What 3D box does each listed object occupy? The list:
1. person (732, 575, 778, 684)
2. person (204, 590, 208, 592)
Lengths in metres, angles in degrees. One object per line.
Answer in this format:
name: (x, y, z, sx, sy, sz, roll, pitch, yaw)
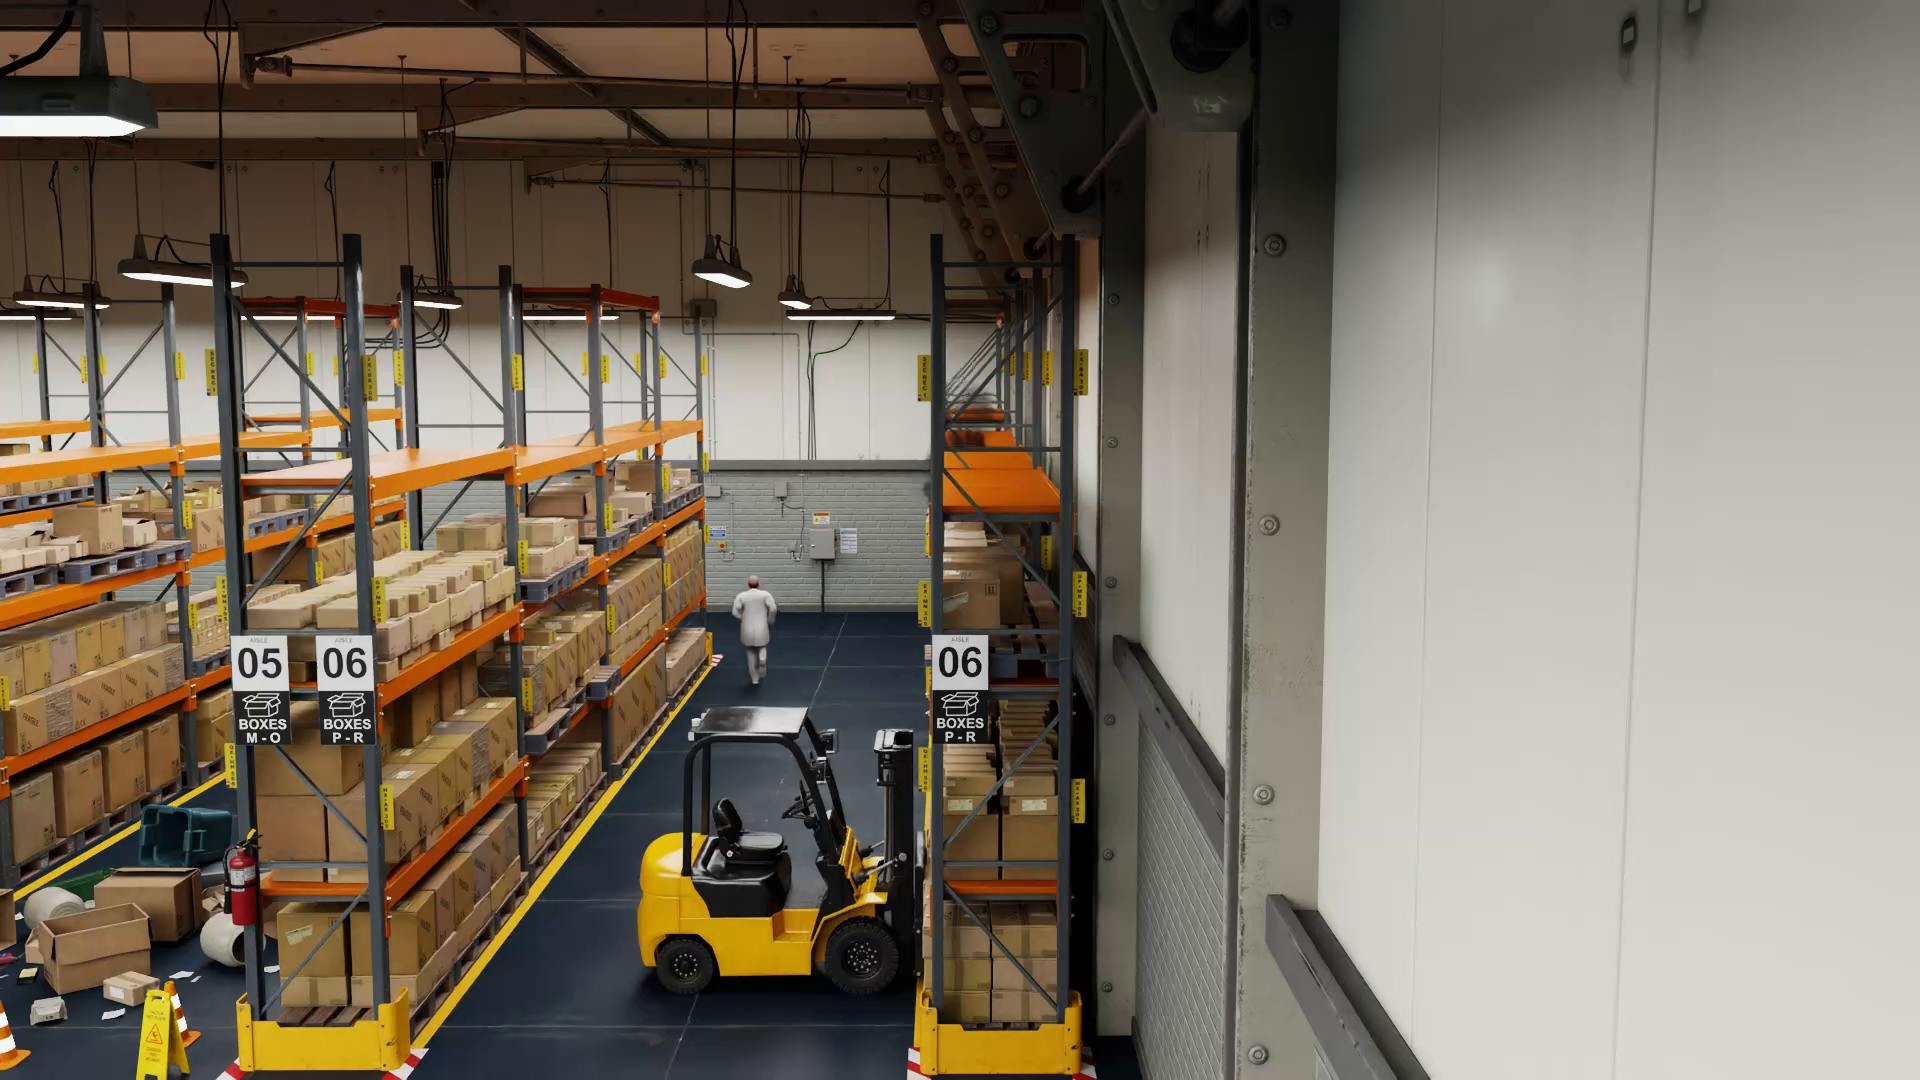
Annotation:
person: (-3.240, 1.405, 26.301, 0.708, 1.730, 0.635, -1, 6, -6)
person: (-11.480, 1.573, 25.333, 0.576, 1.613, 0.560, 0, 6, 0)
